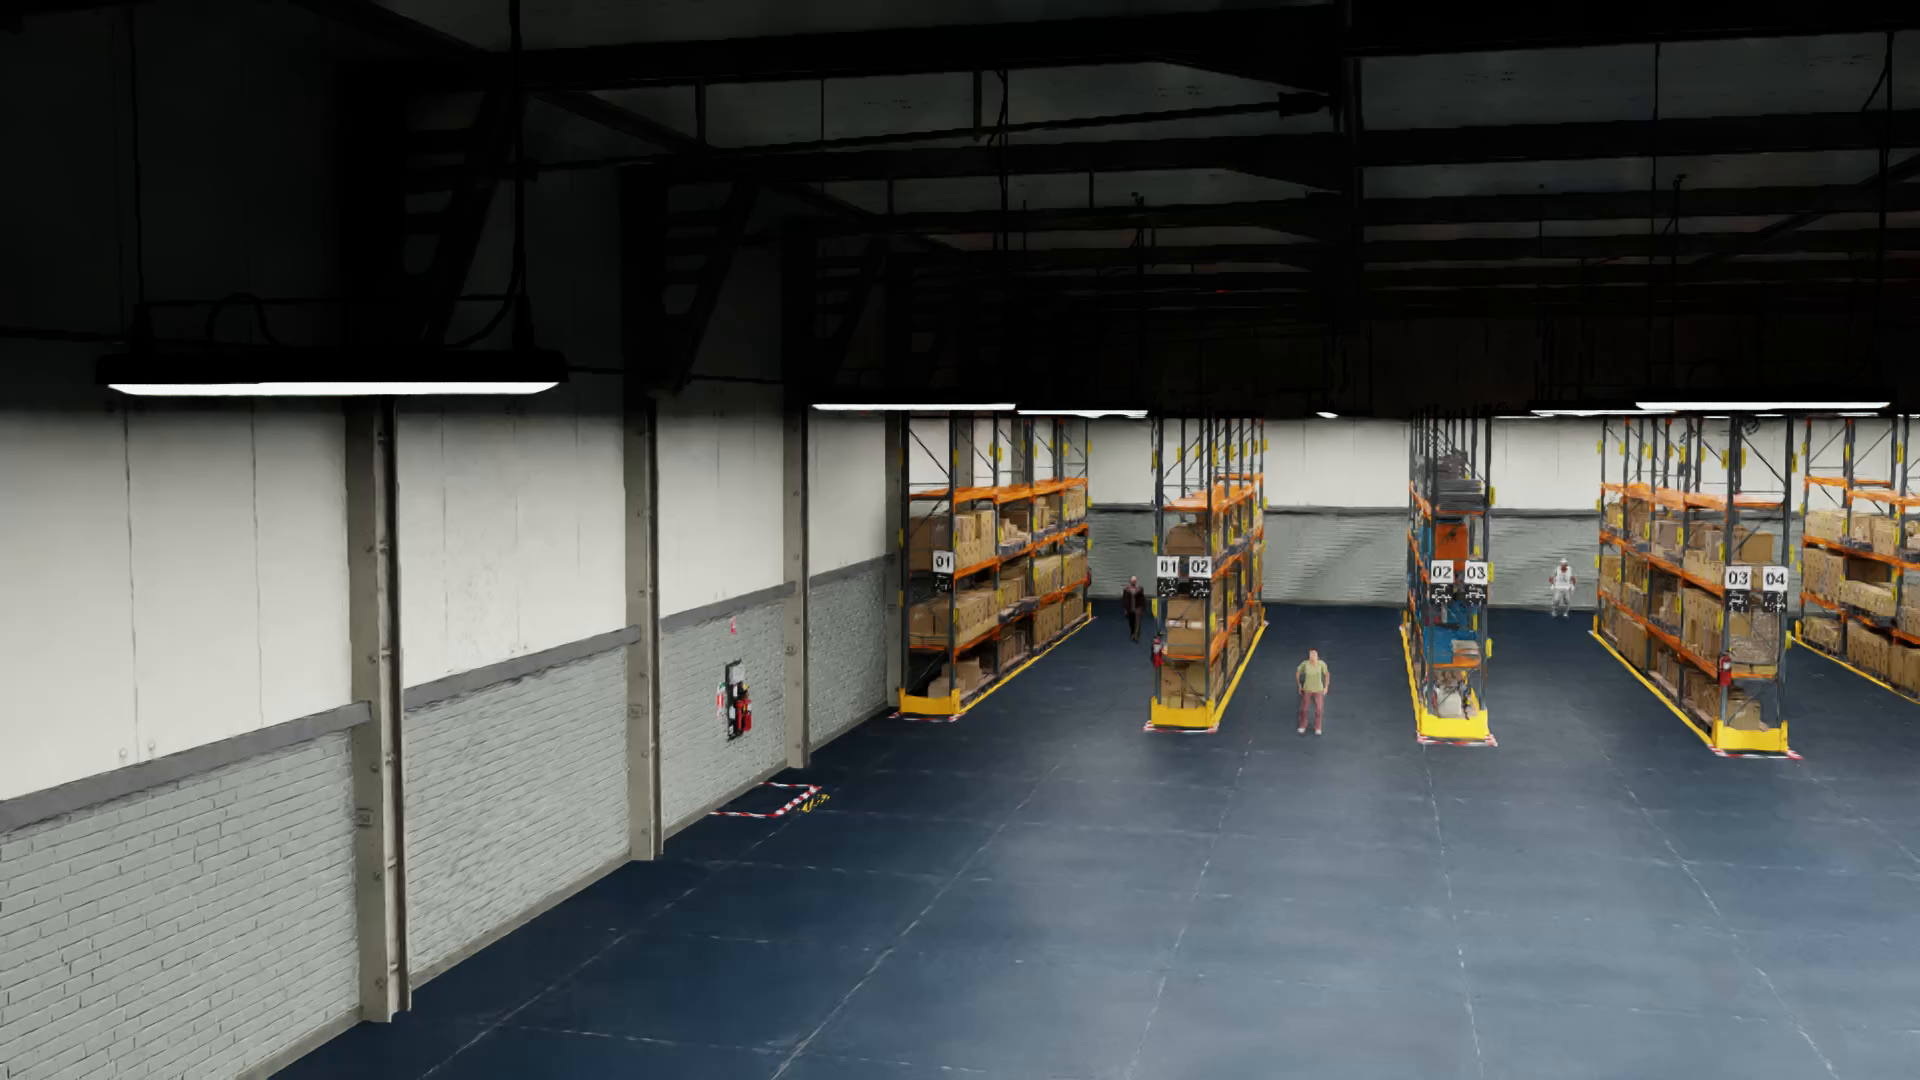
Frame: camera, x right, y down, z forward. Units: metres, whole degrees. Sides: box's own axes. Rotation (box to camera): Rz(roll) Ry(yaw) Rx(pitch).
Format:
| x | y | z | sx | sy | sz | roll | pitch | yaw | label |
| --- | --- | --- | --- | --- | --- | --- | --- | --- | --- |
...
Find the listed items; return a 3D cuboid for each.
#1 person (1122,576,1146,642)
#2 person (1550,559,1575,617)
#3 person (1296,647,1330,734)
| x | y | z | sx | sy | sz | roll | pitch | yaw | label |
| --- | --- | --- | --- | --- | --- | --- | --- | --- | --- |
| 4.490 | 1.765 | 43.097 | 0.598 | 1.698 | 1.193 | 1 | 4 | 15 | person |
| 17.536 | 1.394 | 48.406 | 0.702 | 1.735 | 0.549 | 1 | 4 | 13 | person |
| 6.439 | 2.742 | 30.373 | 0.598 | 1.619 | 0.507 | 1 | 4 | 11 | person |
